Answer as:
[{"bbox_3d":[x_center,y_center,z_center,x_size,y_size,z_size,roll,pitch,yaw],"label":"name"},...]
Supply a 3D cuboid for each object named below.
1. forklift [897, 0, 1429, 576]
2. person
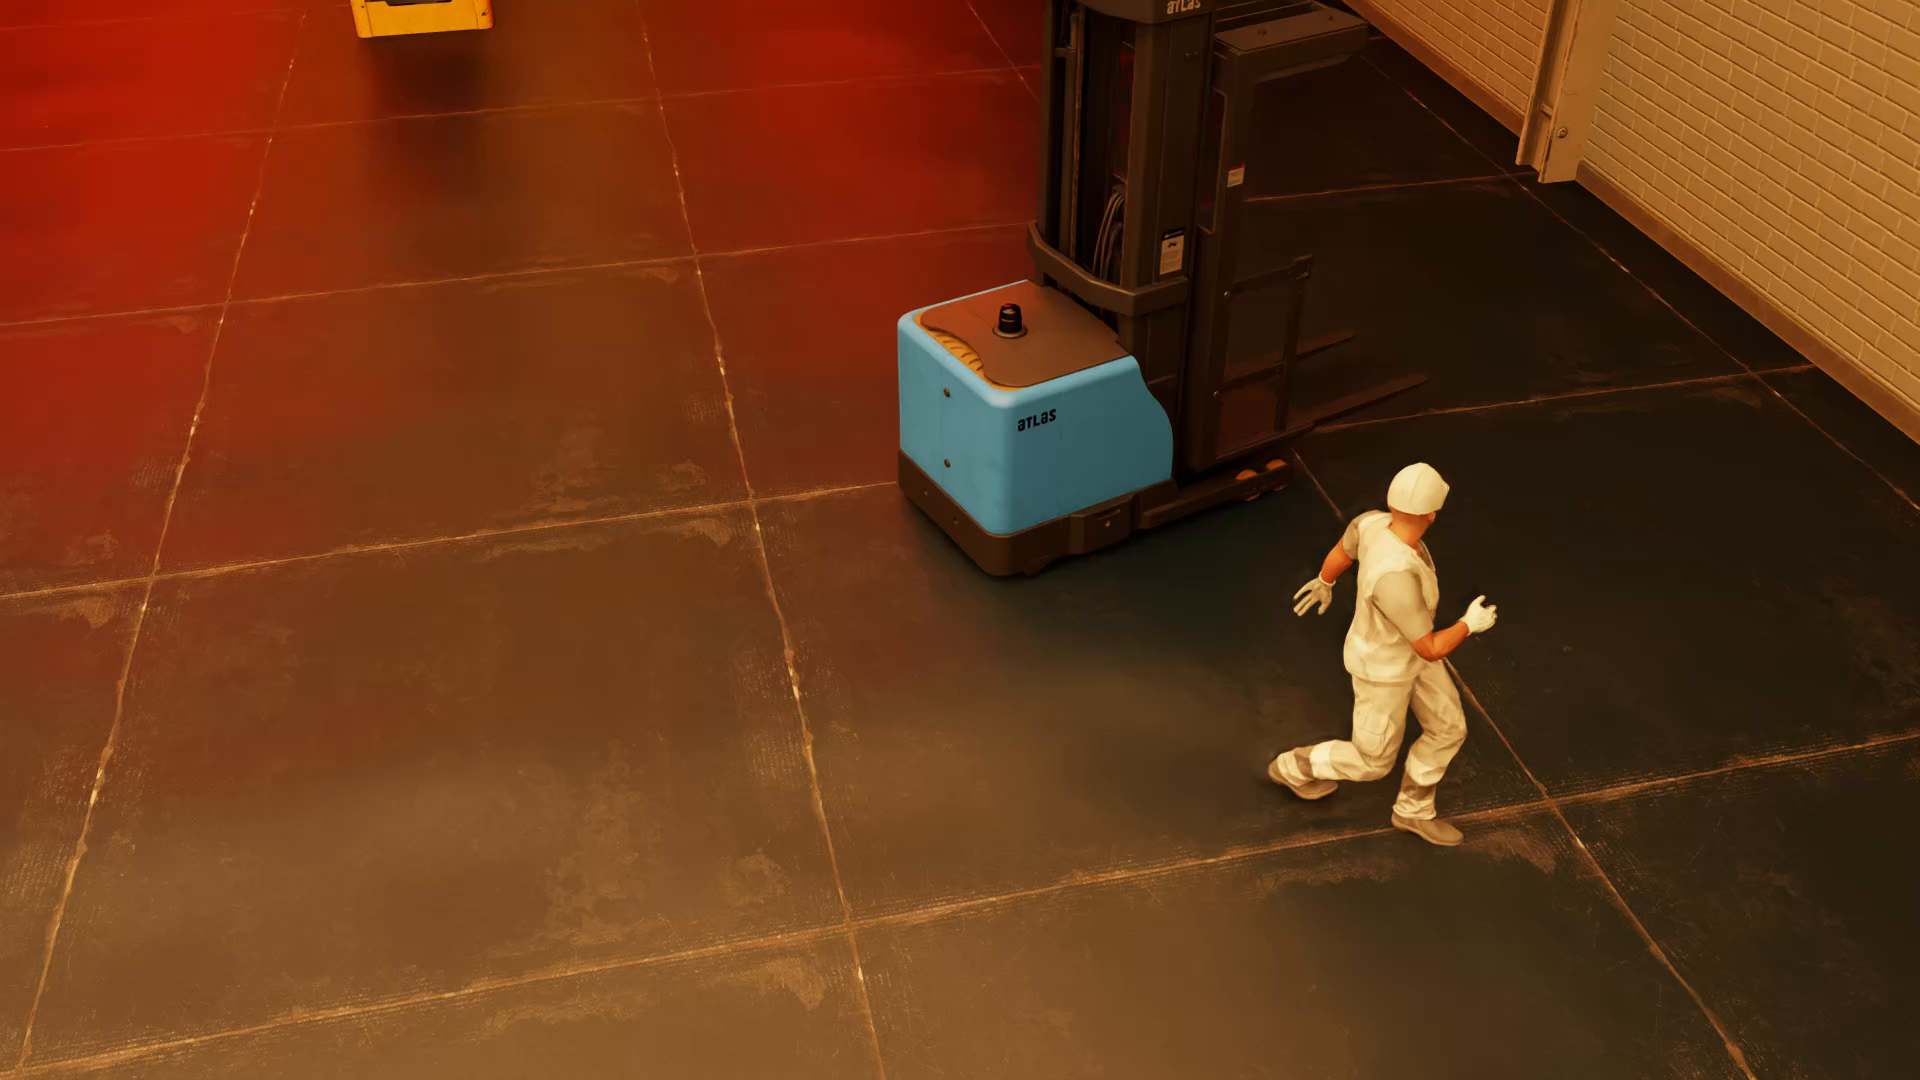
[{"bbox_3d":[1.202,-1.644,8.334,3.031,2.935,1.130,-19,40,-25],"label":"forklift"},{"bbox_3d":[1.677,0.441,6.519,0.895,1.697,0.583,16,39,22],"label":"person"}]
